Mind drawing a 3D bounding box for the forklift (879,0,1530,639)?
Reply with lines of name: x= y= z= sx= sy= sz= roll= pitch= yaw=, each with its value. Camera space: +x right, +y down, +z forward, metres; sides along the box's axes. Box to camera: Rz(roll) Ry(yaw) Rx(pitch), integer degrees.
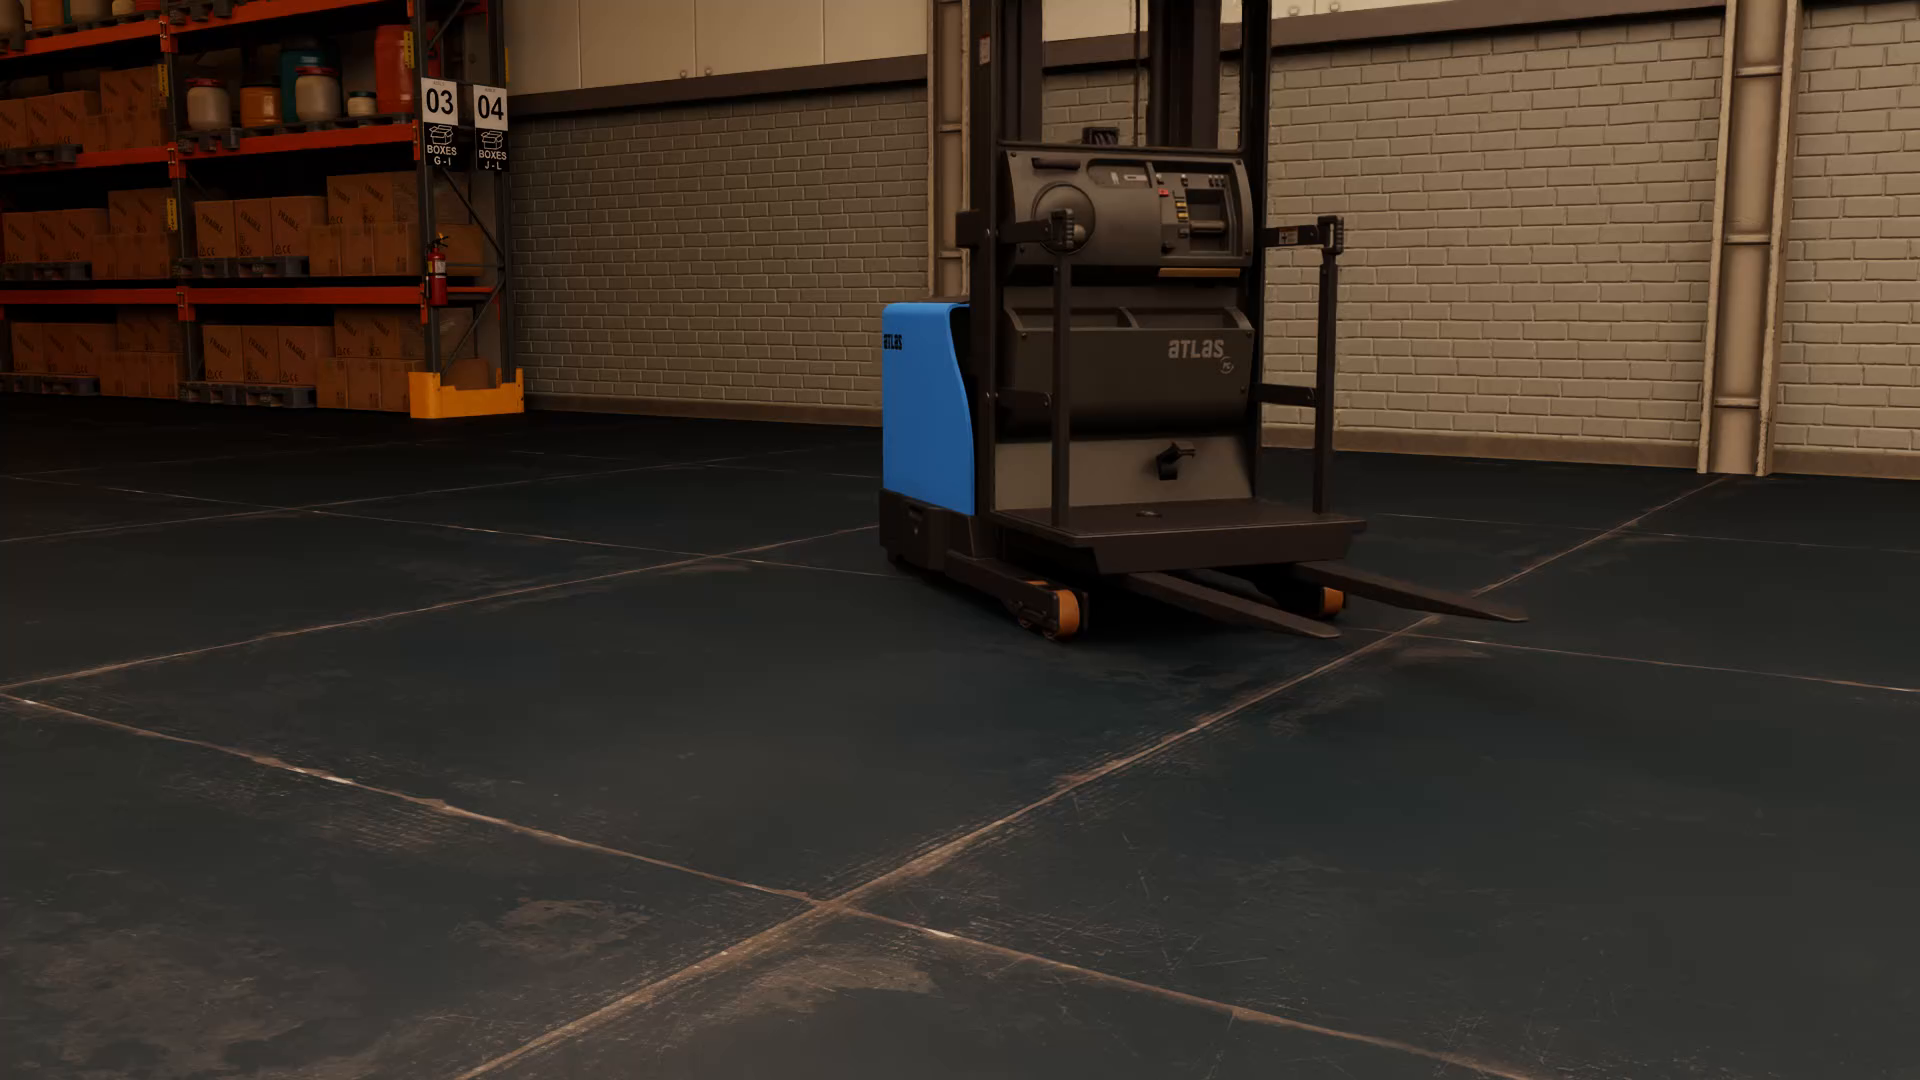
forklift: x=0.681 y=-1.197 z=5.607 sx=1.130 sy=2.935 sz=3.031 roll=-3 pitch=9 yaw=-22
